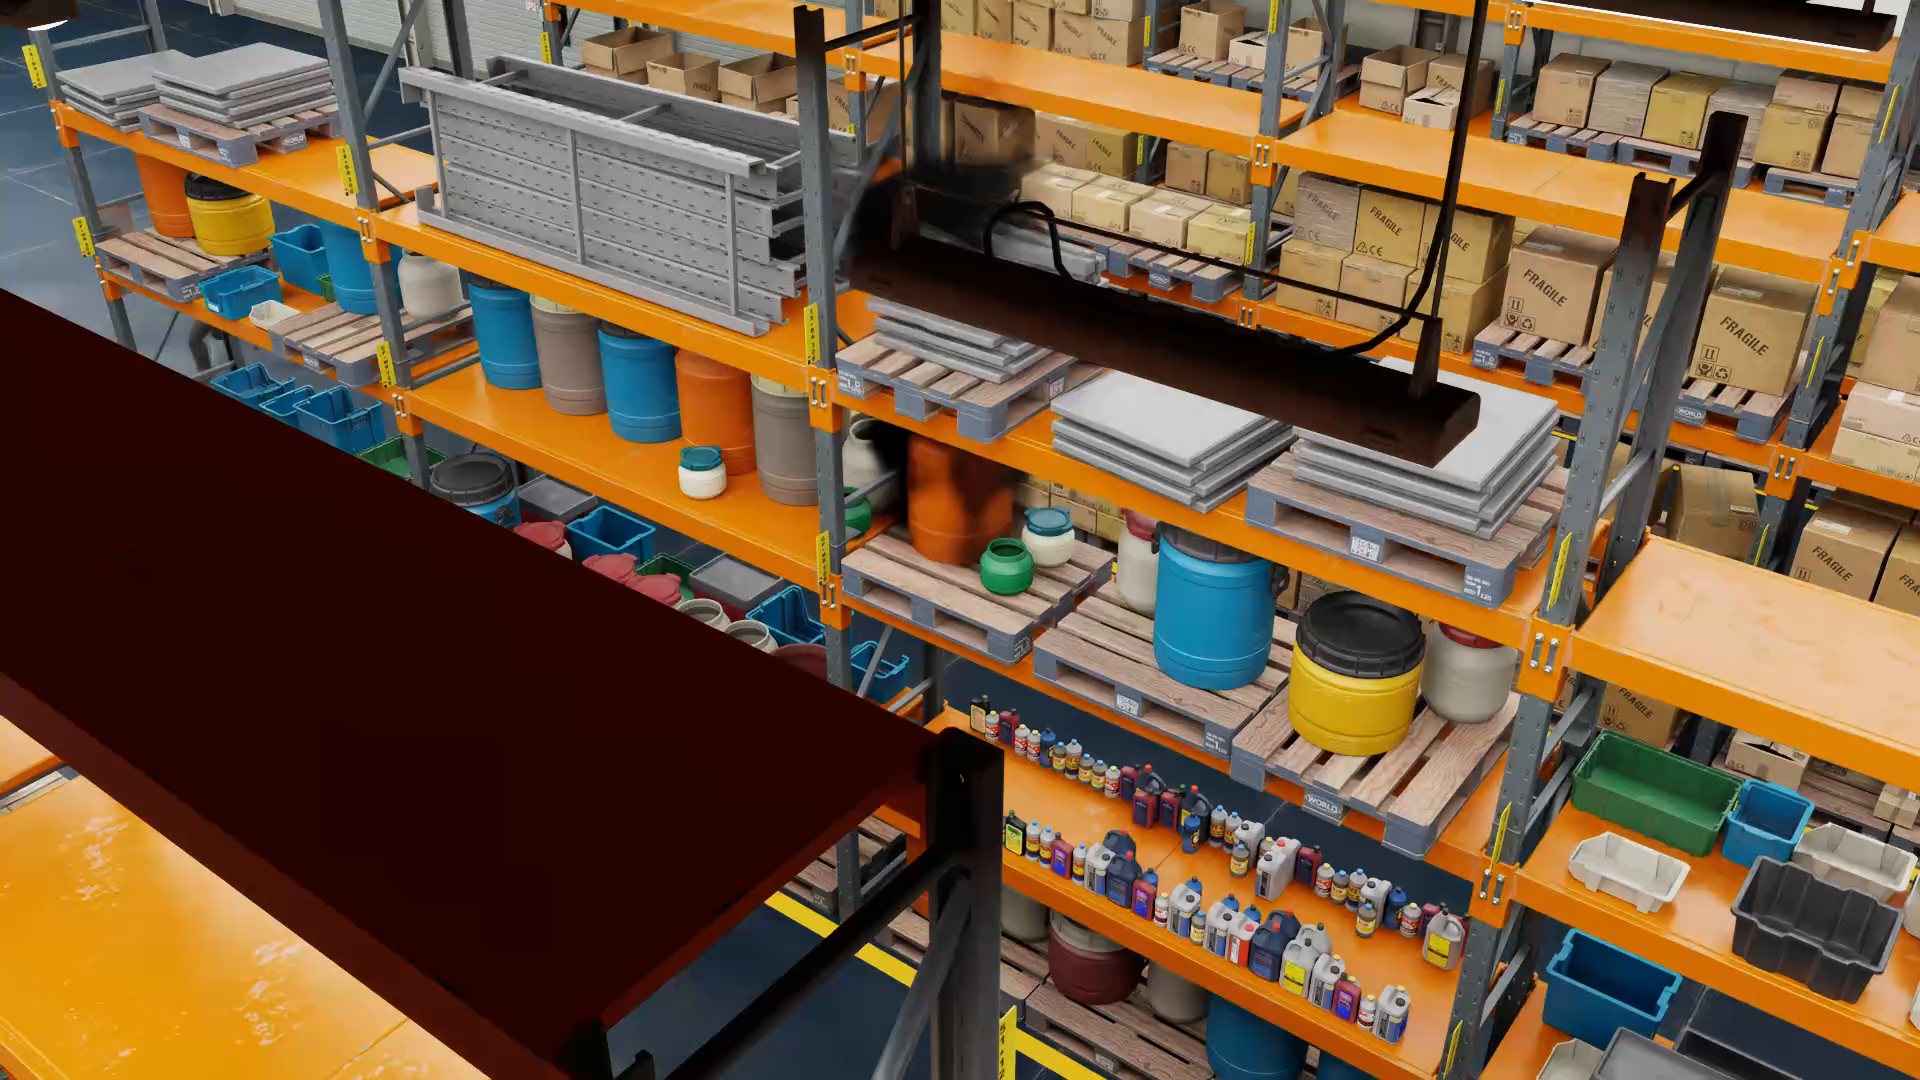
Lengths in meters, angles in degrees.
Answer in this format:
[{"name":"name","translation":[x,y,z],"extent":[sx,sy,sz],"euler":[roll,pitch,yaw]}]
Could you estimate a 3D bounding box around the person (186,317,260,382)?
[{"name":"person","translation":[-8.021,-2.502,17.869],"extent":[0.892,1.629,0.564],"euler":[-11,33,-18]}]
